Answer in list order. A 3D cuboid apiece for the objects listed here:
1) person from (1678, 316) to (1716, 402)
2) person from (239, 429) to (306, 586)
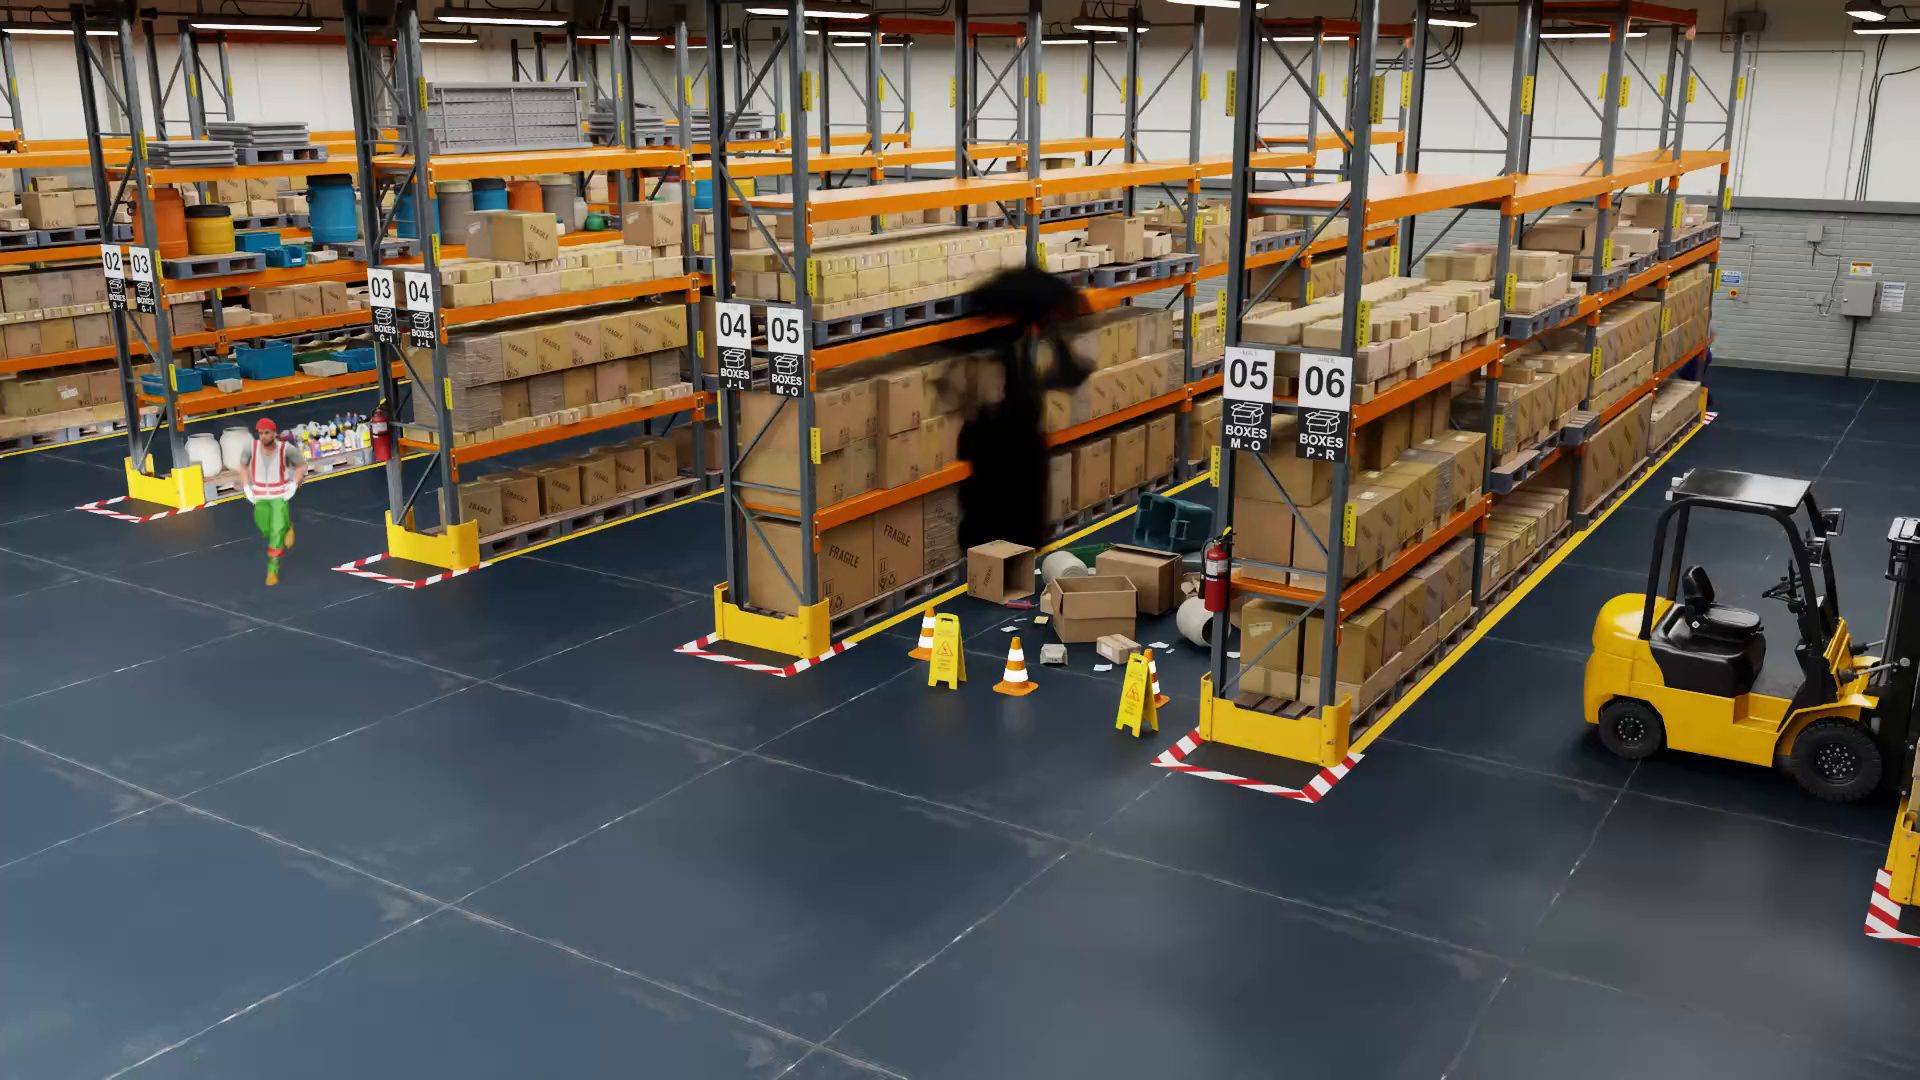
[{"bbox_3d":[11.921,-3.009,26.919,0.644,1.521,0.586,6,17,22],"label":"person"},{"bbox_3d":[-7.292,-0.445,17.739,0.666,1.716,0.914,-2,16,-6],"label":"person"}]
